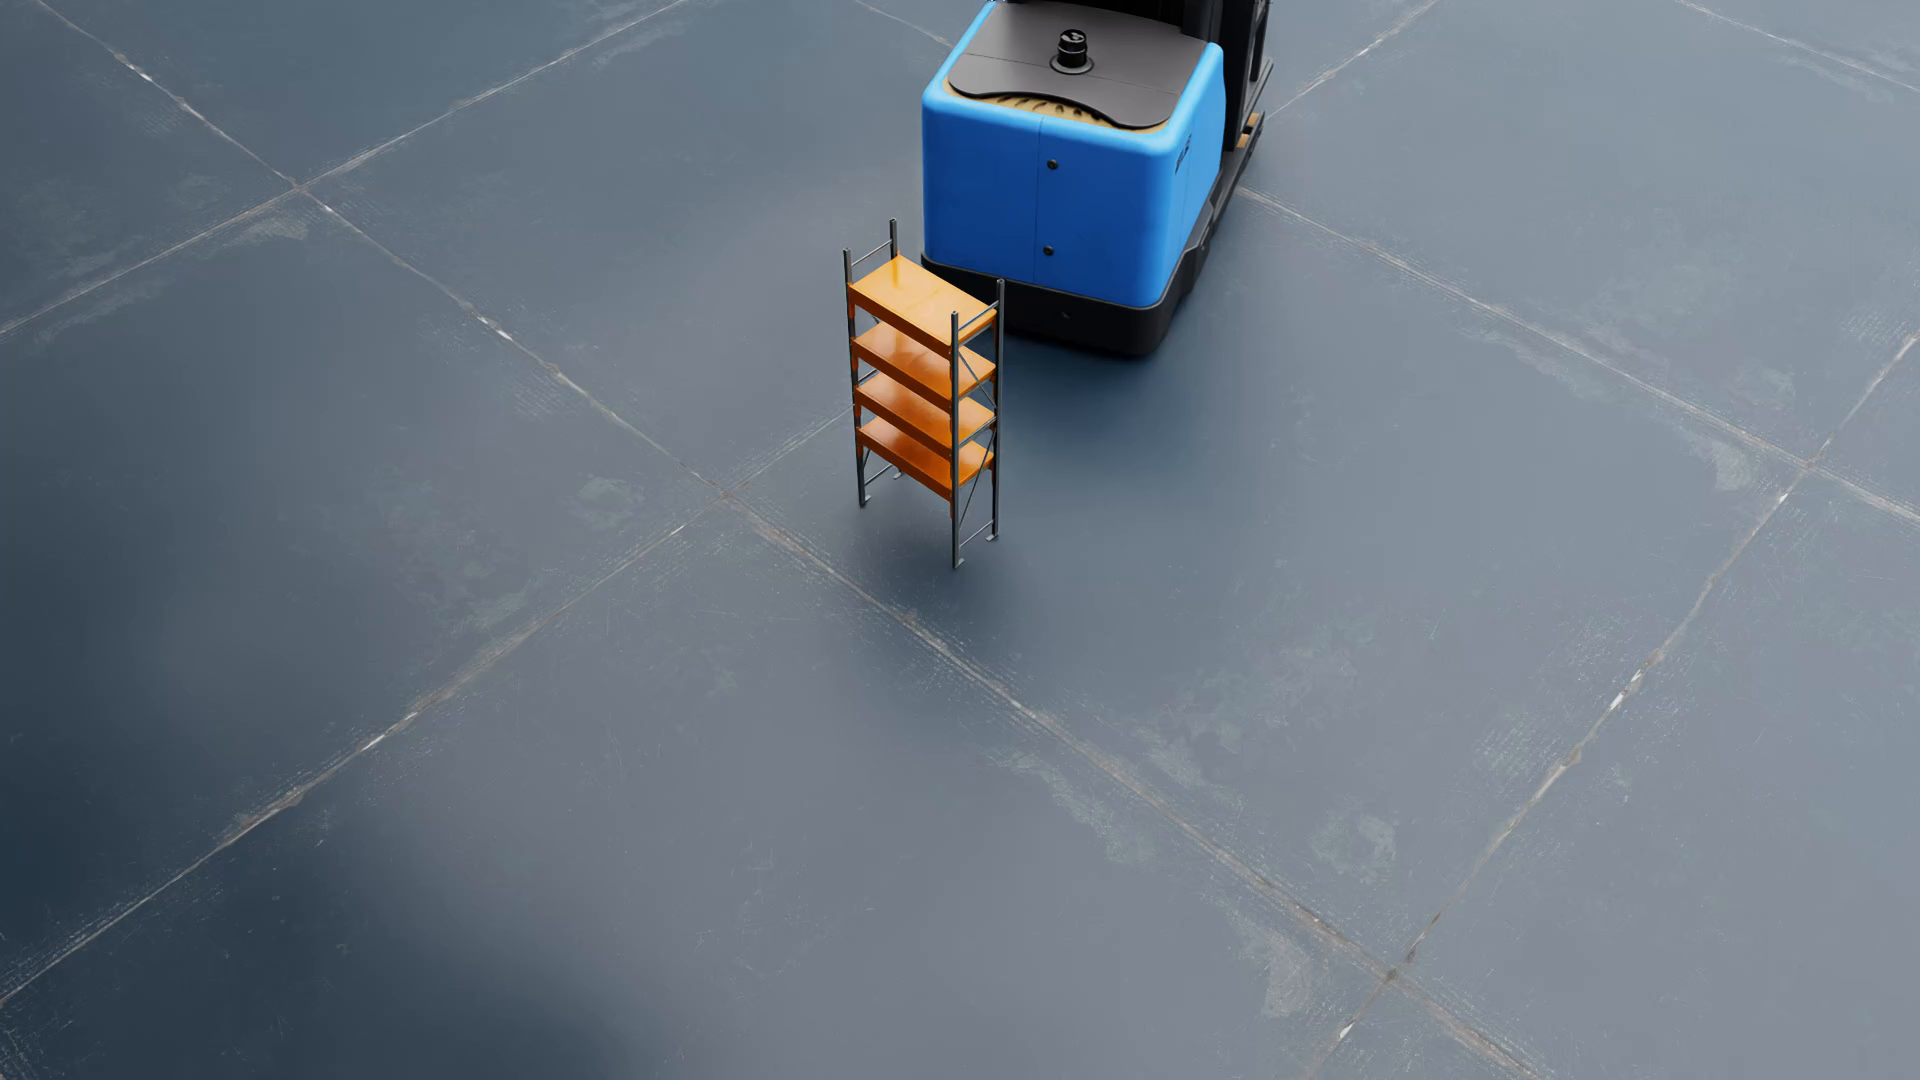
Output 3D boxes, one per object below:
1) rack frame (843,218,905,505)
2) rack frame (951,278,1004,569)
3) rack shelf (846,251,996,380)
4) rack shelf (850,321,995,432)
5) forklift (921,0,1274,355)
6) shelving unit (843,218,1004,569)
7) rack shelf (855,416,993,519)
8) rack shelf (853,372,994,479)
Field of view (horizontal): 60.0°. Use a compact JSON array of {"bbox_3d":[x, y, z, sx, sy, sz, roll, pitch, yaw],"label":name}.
[{"bbox_3d":[-0.301,-0.613,6.003,0.015,1.200,0.240,34,55,28],"label":"rack frame"},{"bbox_3d":[0.058,-0.372,5.776,0.015,1.200,0.240,34,55,28],"label":"rack frame"},{"bbox_3d":[-0.122,-0.762,5.603,0.480,0.148,0.258,34,55,28],"label":"rack shelf"},{"bbox_3d":[-0.122,-0.600,5.775,0.480,0.148,0.258,34,55,28],"label":"rack shelf"},{"bbox_3d":[0.823,-2.863,6.928,1.130,2.935,3.031,15,49,14],"label":"forklift"},{"bbox_3d":[-0.122,-0.493,5.889,0.503,1.200,0.258,34,55,28],"label":"shelving unit"},{"bbox_3d":[-0.122,-0.311,6.083,0.480,0.148,0.258,34,55,28],"label":"rack shelf"},{"bbox_3d":[-0.122,-0.446,5.938,0.480,0.148,0.258,34,55,28],"label":"rack shelf"}]
